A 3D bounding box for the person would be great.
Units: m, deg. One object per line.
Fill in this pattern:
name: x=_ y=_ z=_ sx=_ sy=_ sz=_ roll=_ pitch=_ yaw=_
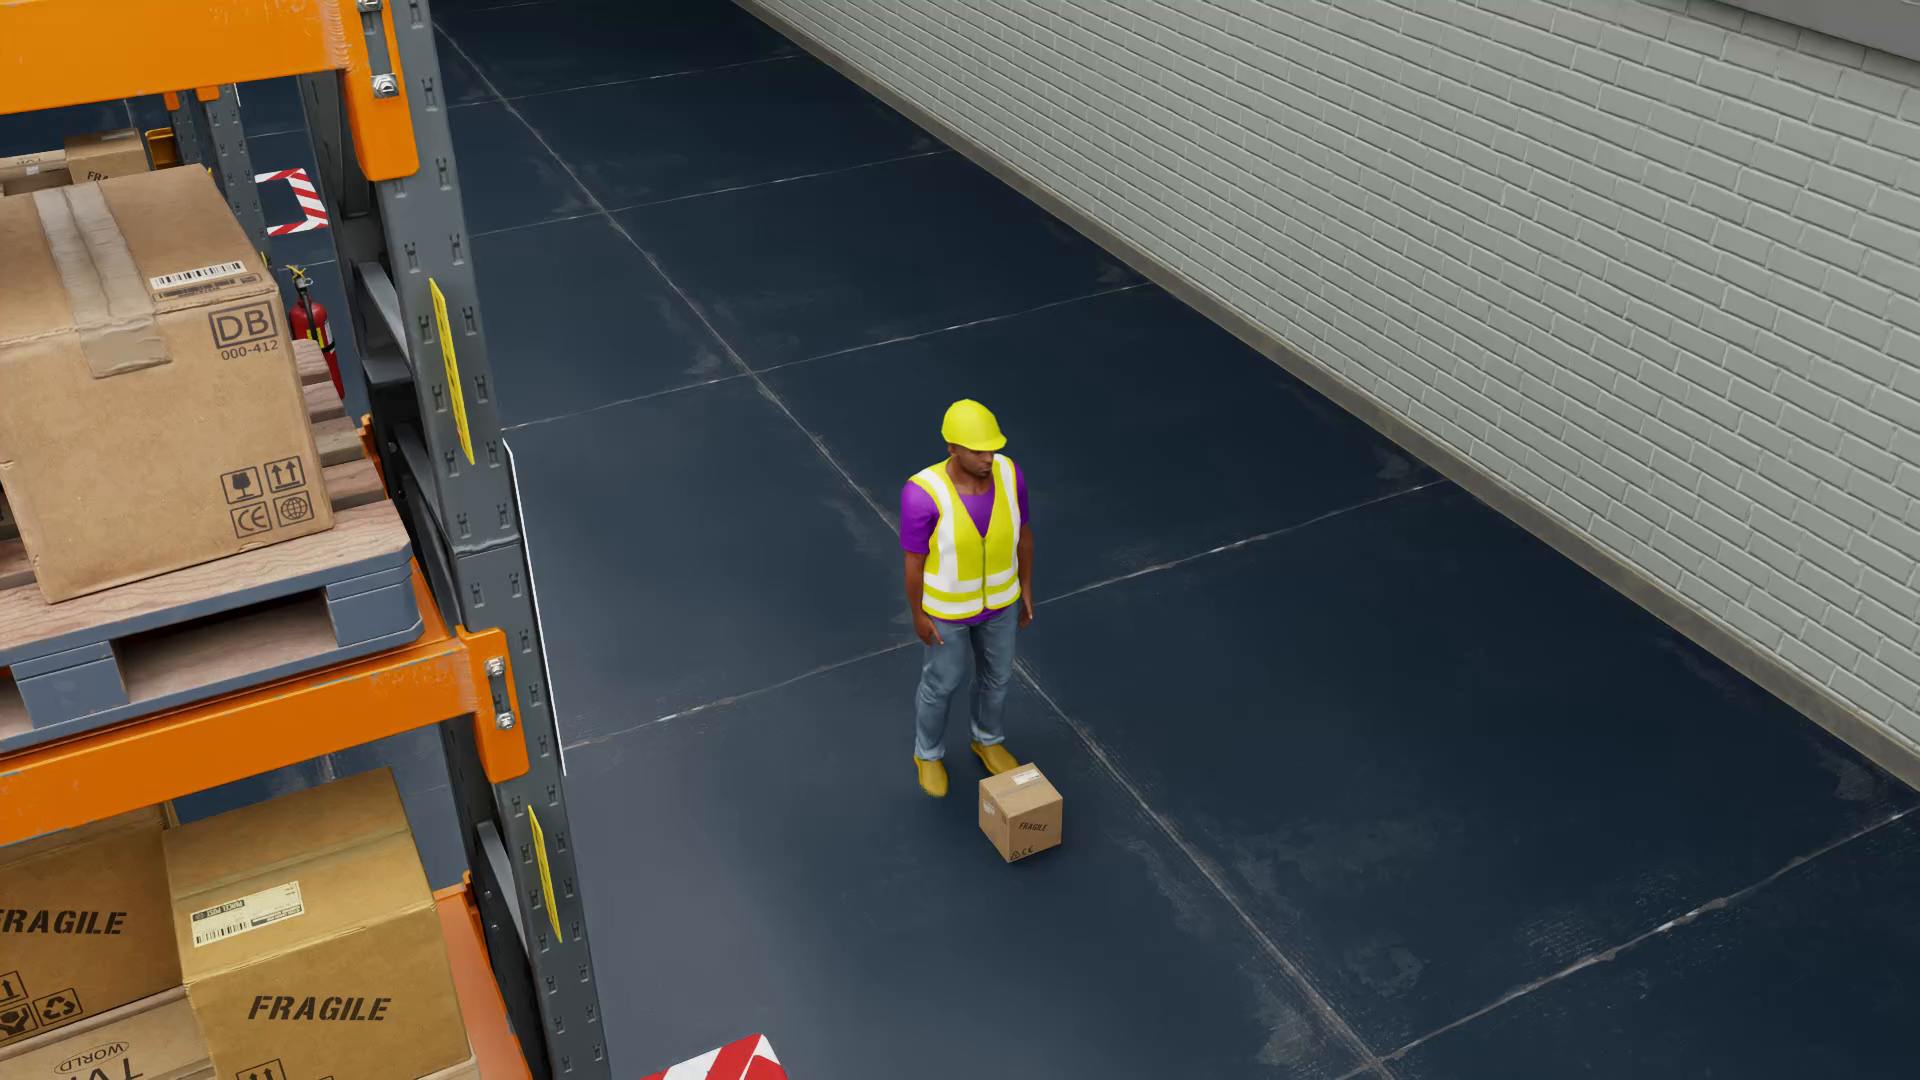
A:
person: x=0.047 y=0.252 z=6.757 sx=0.564 sy=1.791 sz=0.361 roll=-15 pitch=36 yaw=-22
